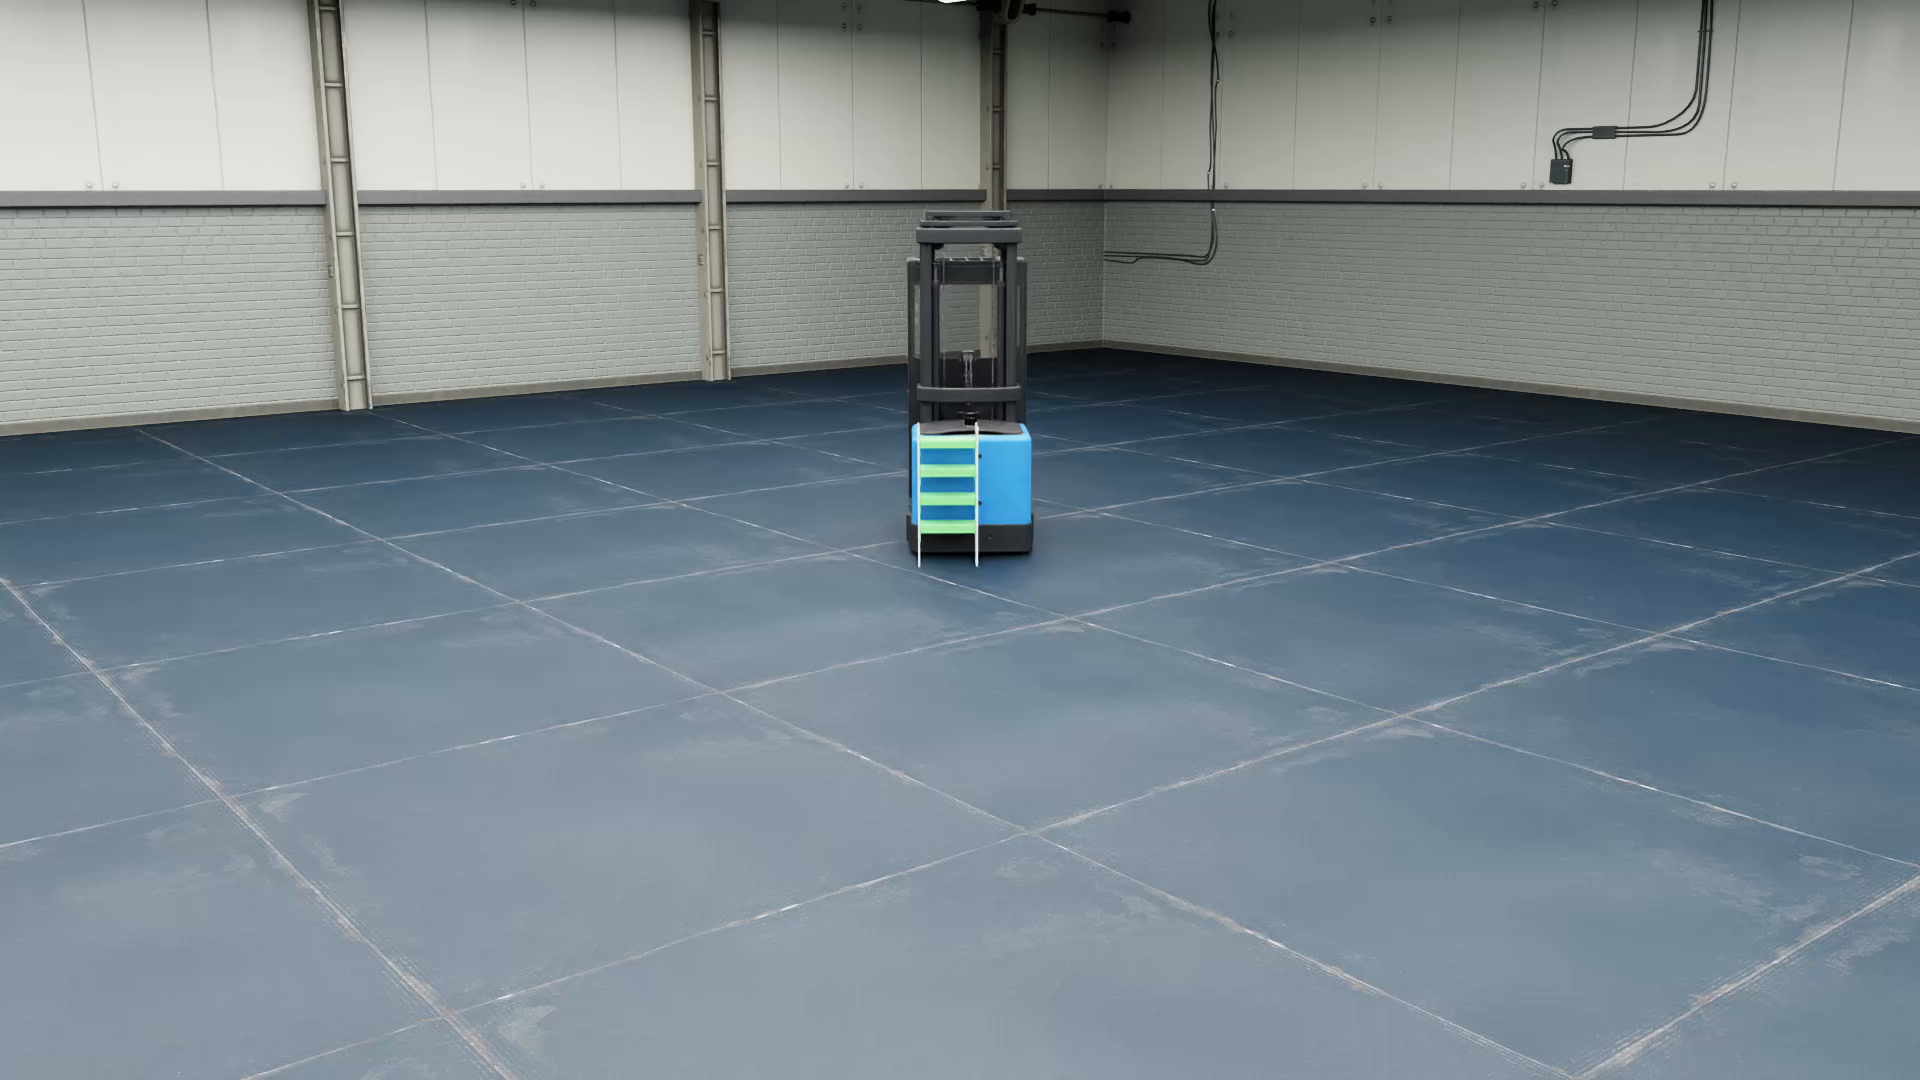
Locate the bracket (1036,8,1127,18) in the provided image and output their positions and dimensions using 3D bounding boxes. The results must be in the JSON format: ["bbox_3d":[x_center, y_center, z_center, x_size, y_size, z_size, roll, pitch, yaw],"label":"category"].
[{"bbox_3d":[2.550,-9.851,31.192,3.189,0.066,0.076,-9,15,-38],"label":"bracket"}]

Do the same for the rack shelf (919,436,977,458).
[{"bbox_3d":[-0.103,-0.785,13.936,0.480,0.148,0.258,0,12,-2],"label":"rack shelf"}]

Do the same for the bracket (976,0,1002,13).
[{"bbox_3d":[0.512,-9.513,29.597,0.430,0.232,0.235,-9,15,-38],"label":"bracket"}]

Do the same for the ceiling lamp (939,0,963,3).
[{"bbox_3d":[0.564,-9.447,23.900,0.800,3.185,2.000,-9,15,-38],"label":"ceiling lamp"}]

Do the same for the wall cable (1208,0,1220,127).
[{"bbox_3d":[5.431,-8.544,29.018,0.112,2.526,3.097,-9,15,-38],"label":"wall cable"}]

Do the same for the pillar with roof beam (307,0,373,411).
[{"bbox_3d":[-6.066,-5.608,19.875,0.400,9.000,9.100,-9,15,-38],"label":"pillar with roof beam"}]

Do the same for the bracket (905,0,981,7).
[{"bbox_3d":[-1.500,-9.178,28.023,4.783,0.066,0.076,-9,15,-38],"label":"bracket"}]

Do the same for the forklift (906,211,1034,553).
[{"bbox_3d":[0.057,-1.572,15.475,1.130,2.935,3.031,0,12,-2],"label":"forklift"}]

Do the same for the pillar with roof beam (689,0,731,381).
[{"bbox_3d":[-1.381,-6.387,23.541,0.548,9.000,9.100,-9,15,-38],"label":"pillar with roof beam"}]

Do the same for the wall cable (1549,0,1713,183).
[{"bbox_3d":[9.659,-8.153,23.672,0.169,6.003,2.305,-9,15,-38],"label":"wall cable"}]

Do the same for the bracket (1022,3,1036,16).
[{"bbox_3d":[1.161,-9.620,30.104,0.430,0.232,0.235,-9,15,-38],"label":"bracket"}]

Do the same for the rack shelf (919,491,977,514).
[{"bbox_3d":[-0.103,-0.316,14.035,0.480,0.148,0.258,0,12,-2],"label":"rack shelf"}]

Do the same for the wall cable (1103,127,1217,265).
[{"bbox_3d":[3.741,-6.512,31.609,0.112,2.526,3.097,-9,15,-38],"label":"wall cable"}]

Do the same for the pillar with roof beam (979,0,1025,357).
[{"bbox_3d":[3.304,-7.165,27.208,0.548,9.000,9.100,-9,15,-38],"label":"pillar with roof beam"}]

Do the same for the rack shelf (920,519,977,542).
[{"bbox_3d":[-0.103,-0.081,14.085,0.480,0.148,0.258,0,12,-2],"label":"rack shelf"}]

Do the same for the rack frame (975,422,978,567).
[{"bbox_3d":[0.141,-0.380,14.030,0.015,1.200,0.240,0,12,-2],"label":"rack frame"}]

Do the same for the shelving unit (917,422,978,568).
[{"bbox_3d":[-0.103,-0.378,14.022,0.503,1.200,0.258,0,12,-2],"label":"shelving unit"}]

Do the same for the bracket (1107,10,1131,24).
[{"bbox_3d":[3.011,-9.928,31.553,0.430,0.232,0.235,-9,15,-38],"label":"bracket"}]

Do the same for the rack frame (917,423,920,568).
[{"bbox_3d":[-0.347,-0.377,14.014,0.015,1.200,0.240,0,12,-2],"label":"rack frame"}]

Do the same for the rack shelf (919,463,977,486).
[{"bbox_3d":[-0.103,-0.551,13.985,0.480,0.148,0.258,0,12,-2],"label":"rack shelf"}]
